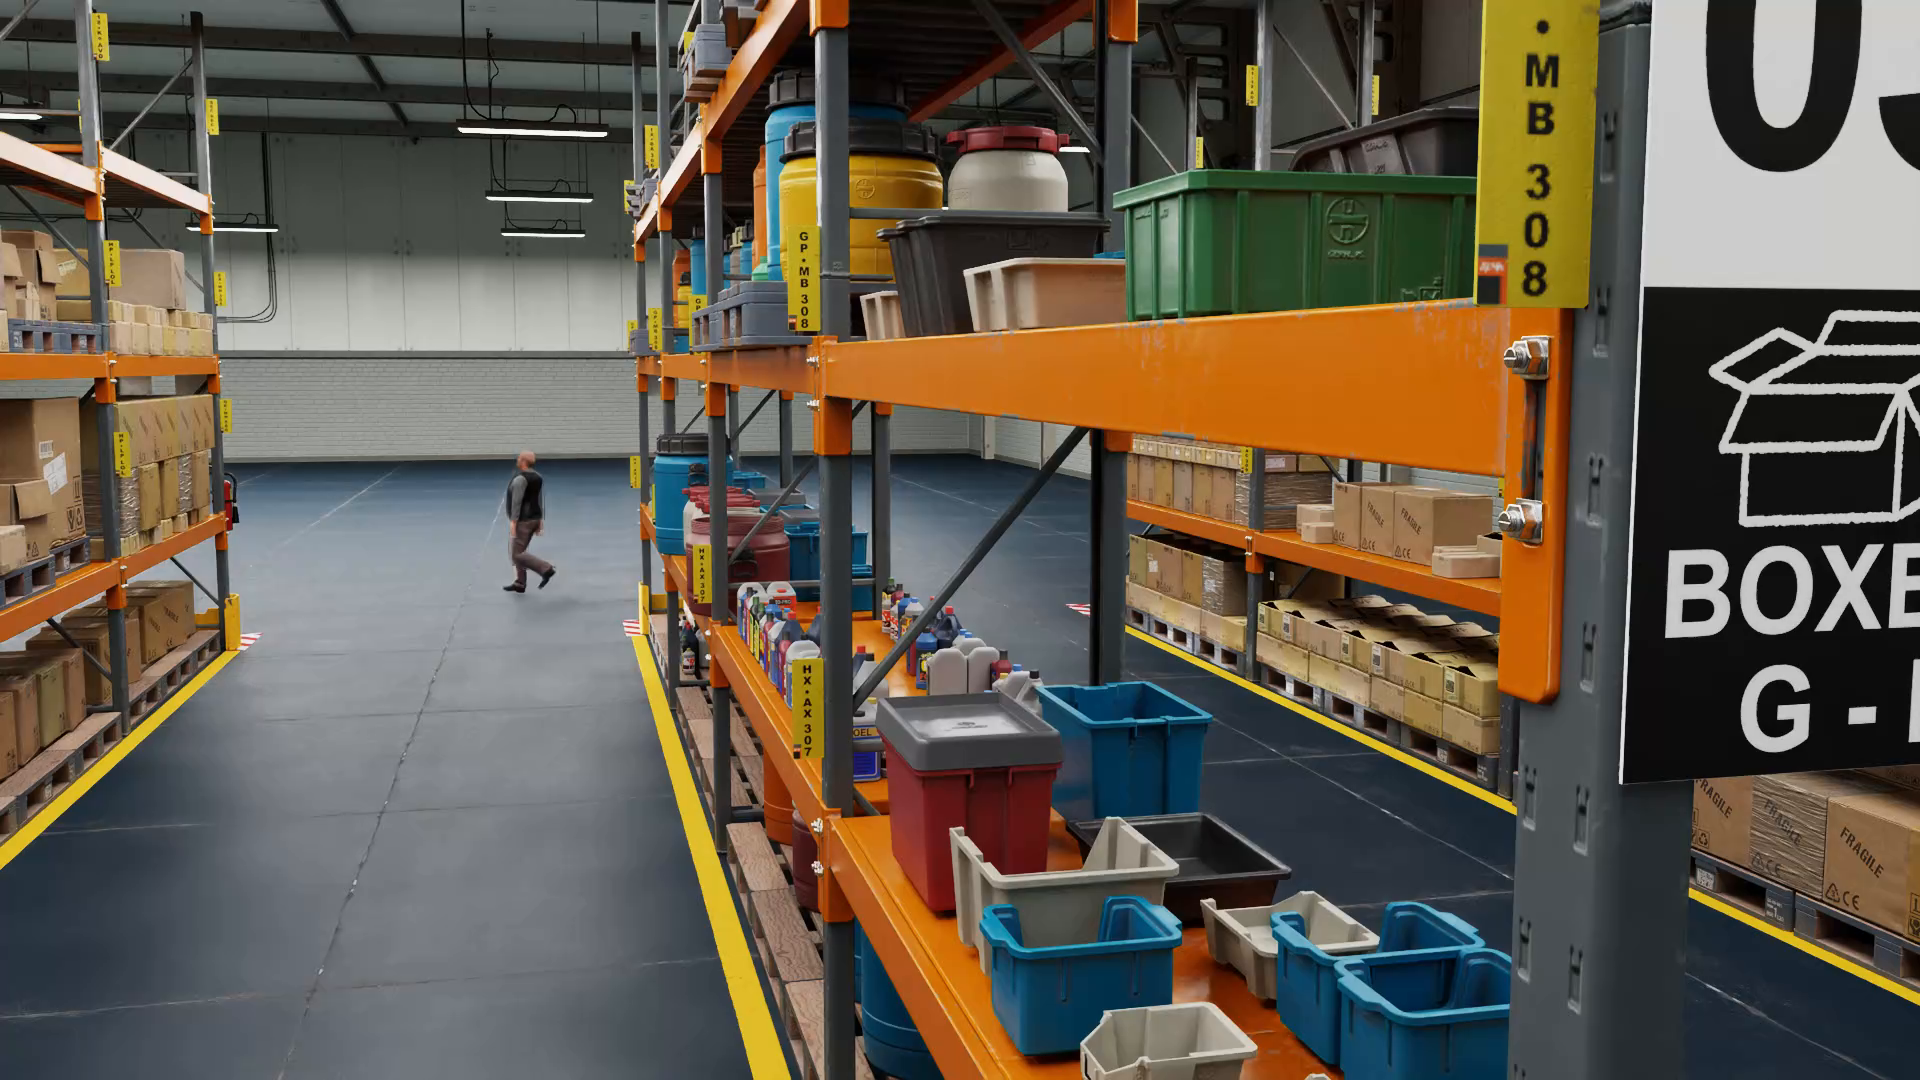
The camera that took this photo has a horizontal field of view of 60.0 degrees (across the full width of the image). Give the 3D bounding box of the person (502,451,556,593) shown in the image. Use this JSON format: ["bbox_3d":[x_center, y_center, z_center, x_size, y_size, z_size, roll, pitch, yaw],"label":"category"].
[{"bbox_3d":[-5.139,-0.207,19.696,0.751,1.697,0.543,2,6,15],"label":"person"}]
